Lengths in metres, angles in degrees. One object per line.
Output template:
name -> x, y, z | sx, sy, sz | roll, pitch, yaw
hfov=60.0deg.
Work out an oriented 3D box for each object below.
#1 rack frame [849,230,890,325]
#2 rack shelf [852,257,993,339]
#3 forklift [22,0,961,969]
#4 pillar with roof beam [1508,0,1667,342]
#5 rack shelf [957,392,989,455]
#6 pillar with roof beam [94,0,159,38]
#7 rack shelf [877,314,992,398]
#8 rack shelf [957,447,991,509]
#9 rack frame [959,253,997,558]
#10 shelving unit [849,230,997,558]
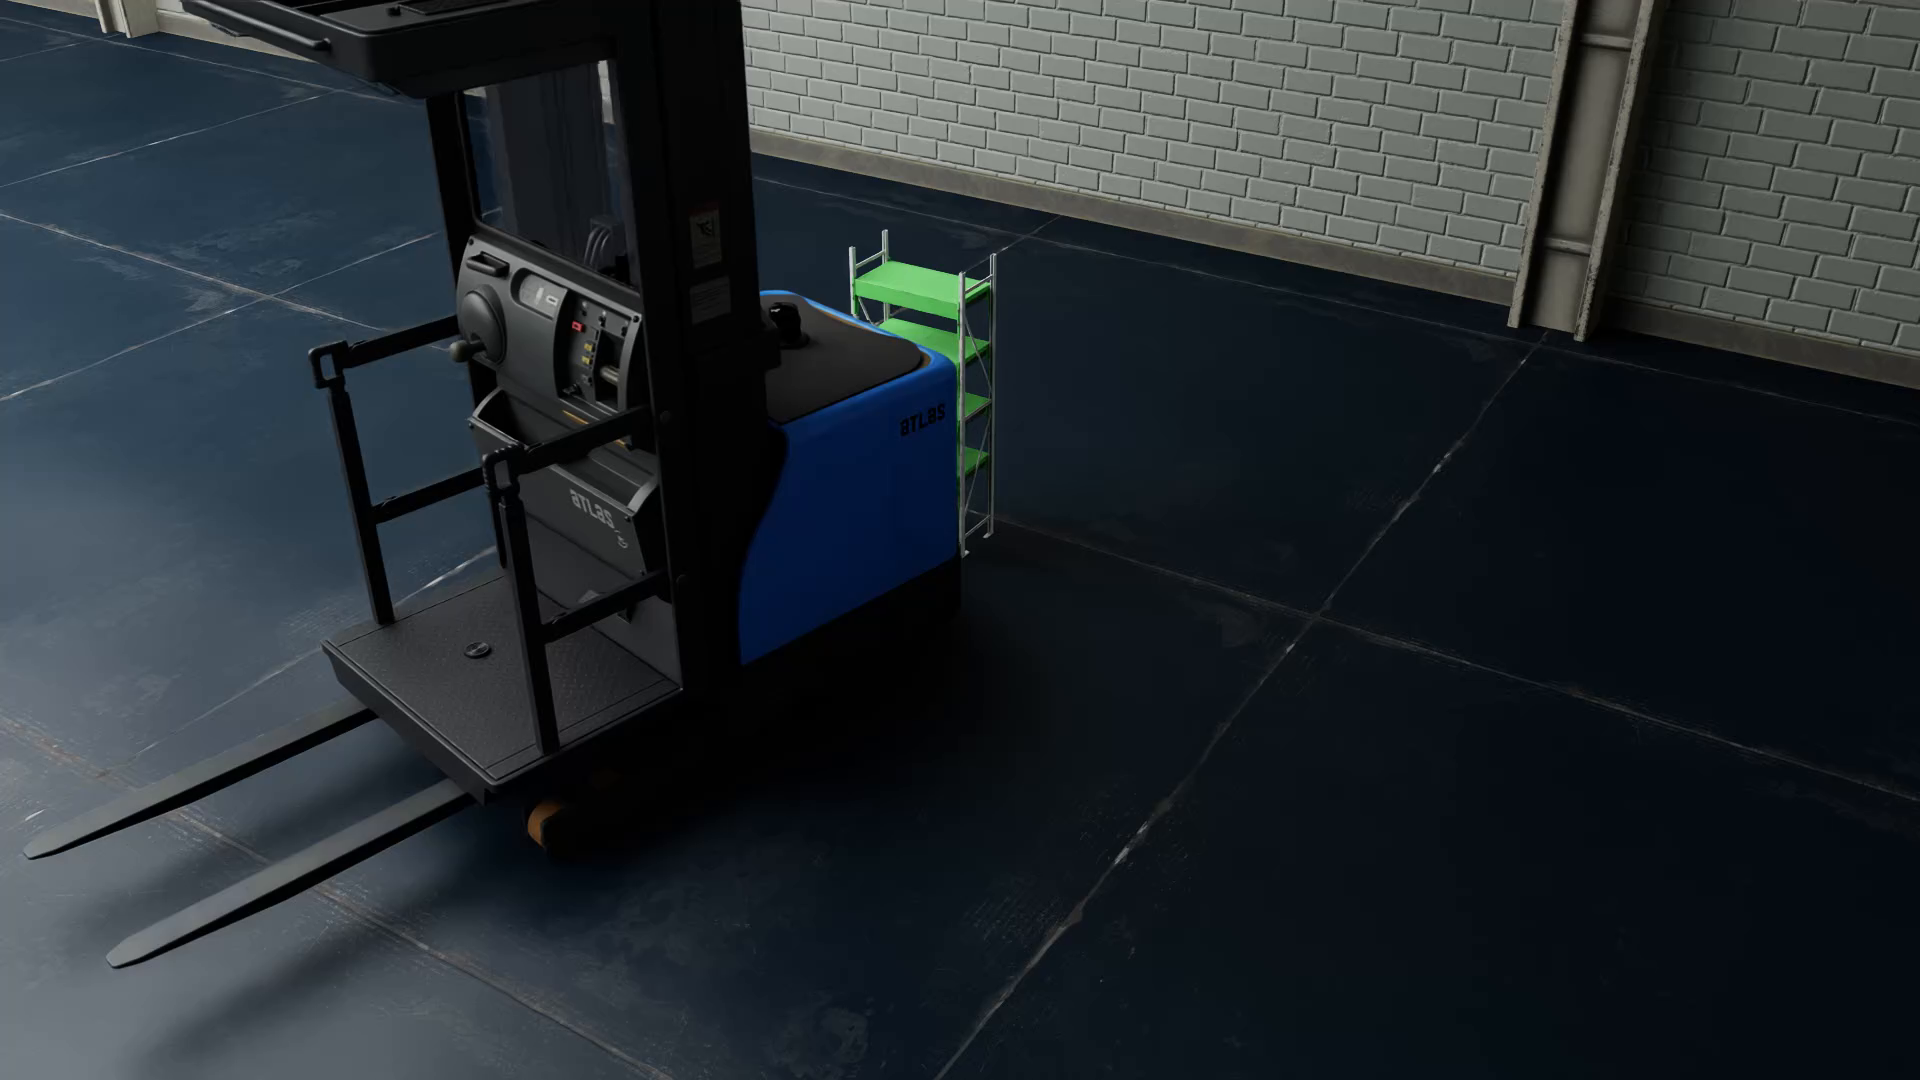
rack frame -> -0.347, -0.628, 6.636 | 0.015, 1.200, 0.240 | 18, 35, 27
rack shelf -> -0.140, -0.922, 6.314 | 0.480, 0.148, 0.258 | 18, 35, 27
forklift -> -1.393, -0.604, 4.877 | 1.130, 2.935, 3.031 | 27, 40, 38
pillar with roof beam -> 0.812, -3.178, 3.266 | 0.400, 9.000, 9.100 | 18, 35, 27
rack shelf -> -0.140, -0.507, 6.556 | 0.480, 0.148, 0.258 | 18, 35, 27
pillar with roof beam -> -9.352, -6.392, 8.777 | 0.400, 9.000, 9.100 | 18, 35, 27
rack shelf -> -0.140, -0.715, 6.435 | 0.480, 0.148, 0.258 | 18, 35, 27
rack shelf -> -0.140, -0.300, 6.677 | 0.480, 0.148, 0.258 | 18, 35, 27
rack frame -> 0.066, -0.497, 6.412 | 0.015, 1.200, 0.240 | 18, 35, 27
shelving unit -> -0.140, -0.563, 6.524 | 0.503, 1.200, 0.258 | 18, 35, 27
